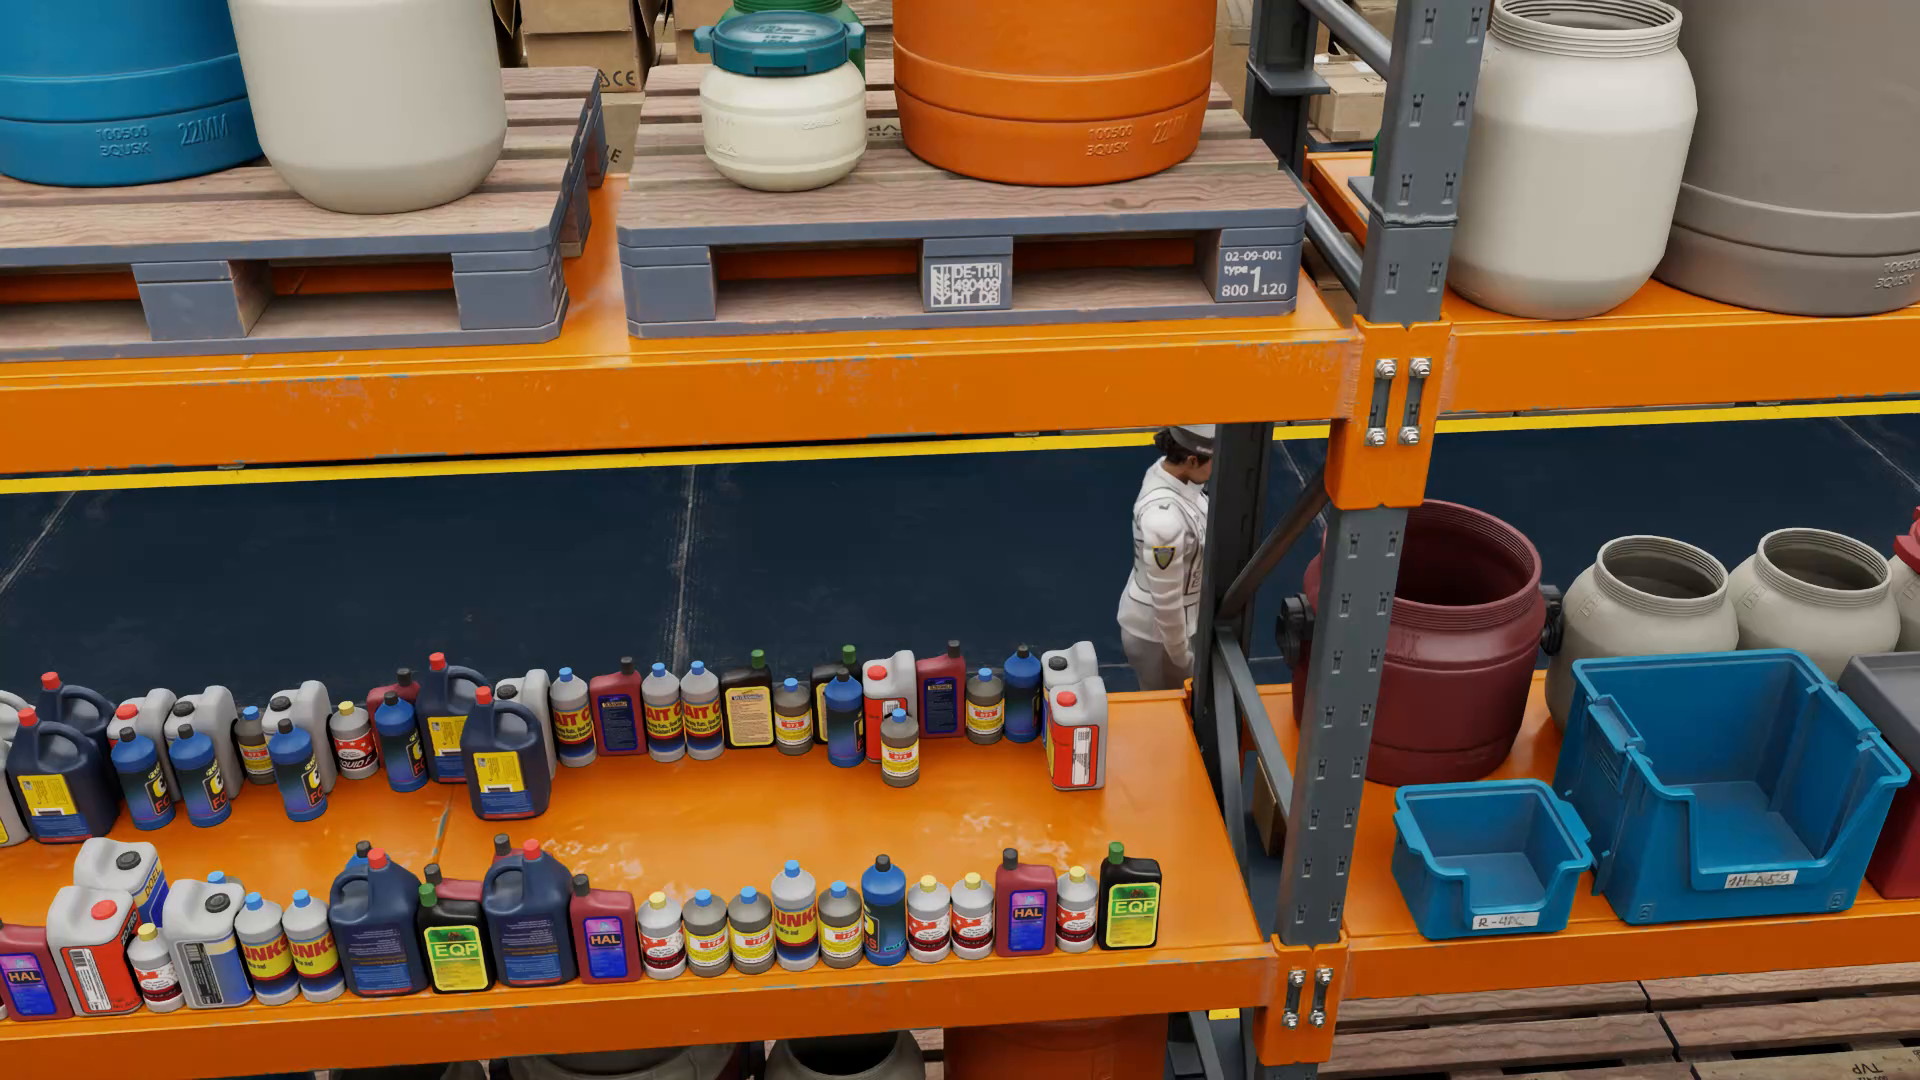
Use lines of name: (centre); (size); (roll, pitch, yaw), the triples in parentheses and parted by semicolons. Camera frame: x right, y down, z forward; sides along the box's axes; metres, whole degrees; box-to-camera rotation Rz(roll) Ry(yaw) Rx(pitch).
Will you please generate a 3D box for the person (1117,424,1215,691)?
person: (0.724, 0.287, 5.681); (0.366, 1.654, 0.482); (7, 32, 11)
